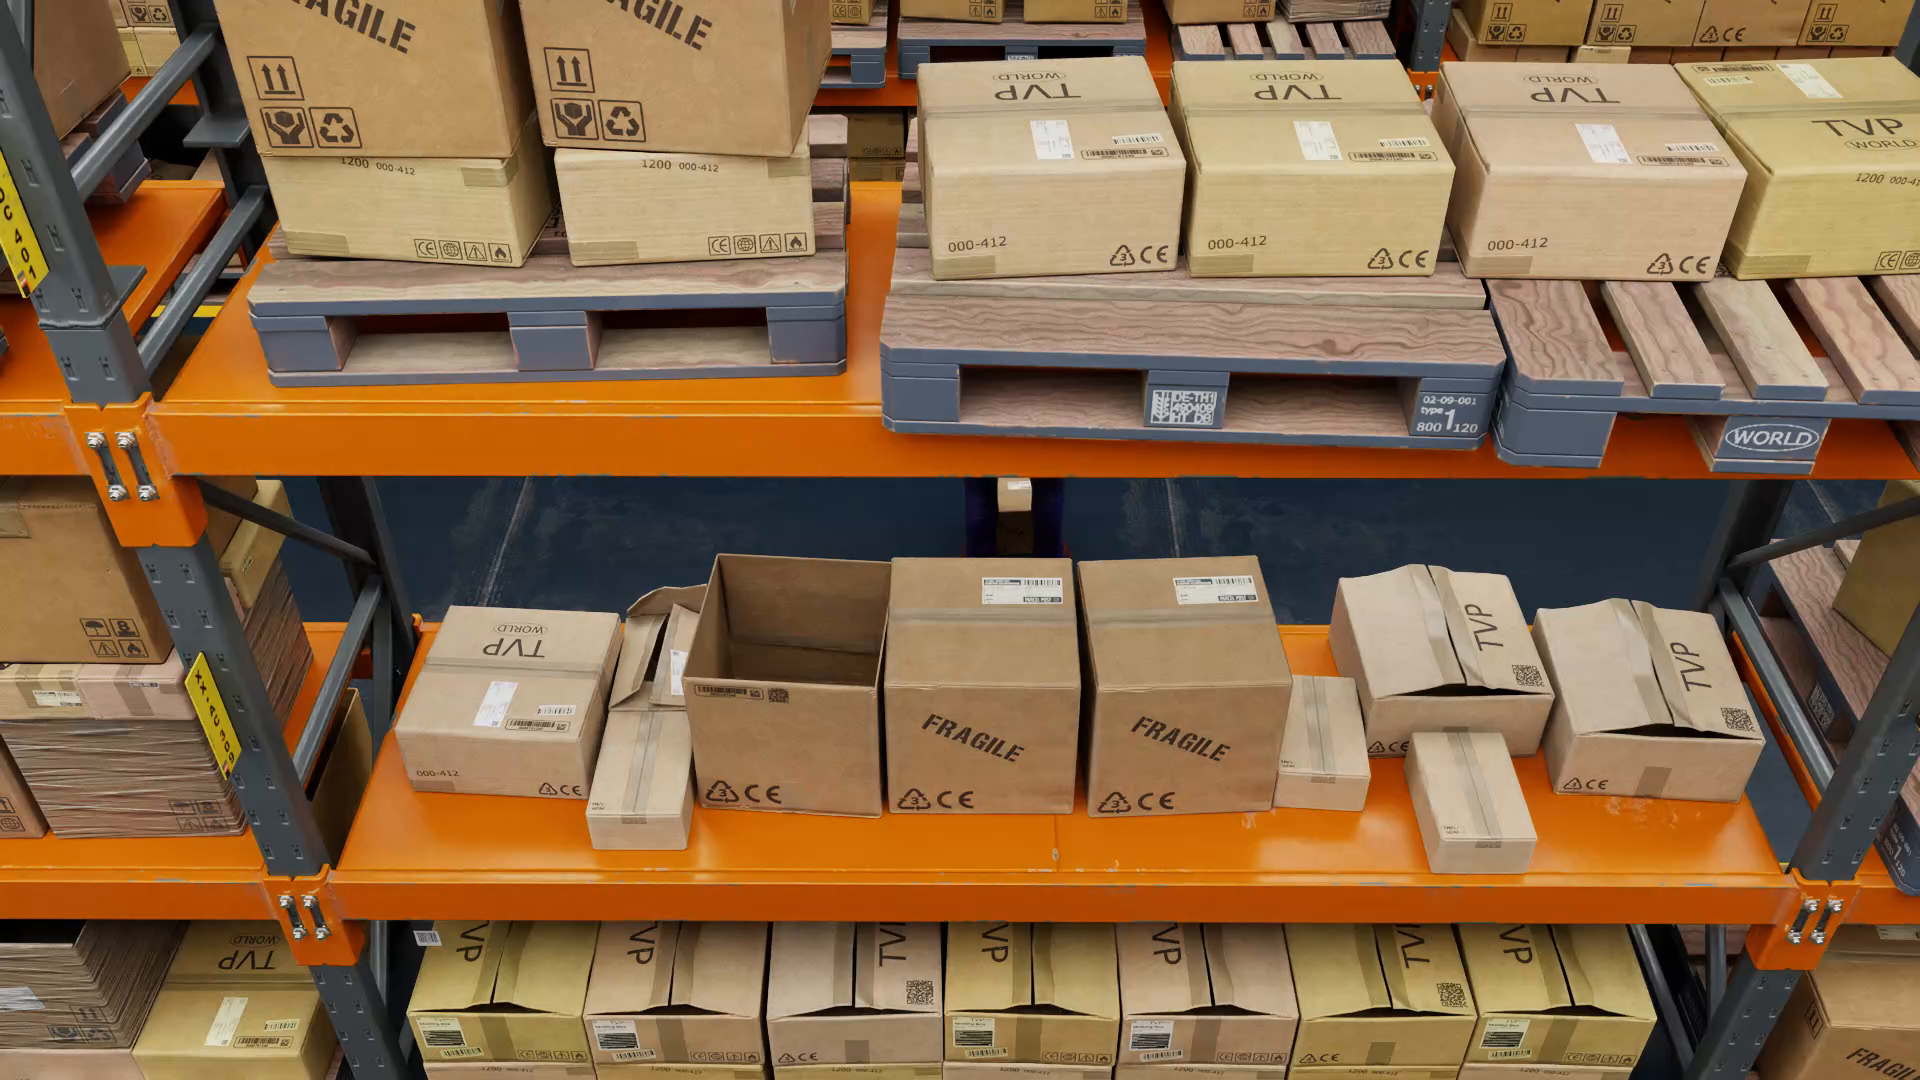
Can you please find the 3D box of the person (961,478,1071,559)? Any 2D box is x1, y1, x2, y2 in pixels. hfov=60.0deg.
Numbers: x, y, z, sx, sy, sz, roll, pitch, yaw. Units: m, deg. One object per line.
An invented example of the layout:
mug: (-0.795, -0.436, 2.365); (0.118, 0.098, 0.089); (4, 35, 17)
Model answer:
person: (0.222, -0.489, 6.759); (0.538, 1.638, 0.371); (0, 40, 0)
